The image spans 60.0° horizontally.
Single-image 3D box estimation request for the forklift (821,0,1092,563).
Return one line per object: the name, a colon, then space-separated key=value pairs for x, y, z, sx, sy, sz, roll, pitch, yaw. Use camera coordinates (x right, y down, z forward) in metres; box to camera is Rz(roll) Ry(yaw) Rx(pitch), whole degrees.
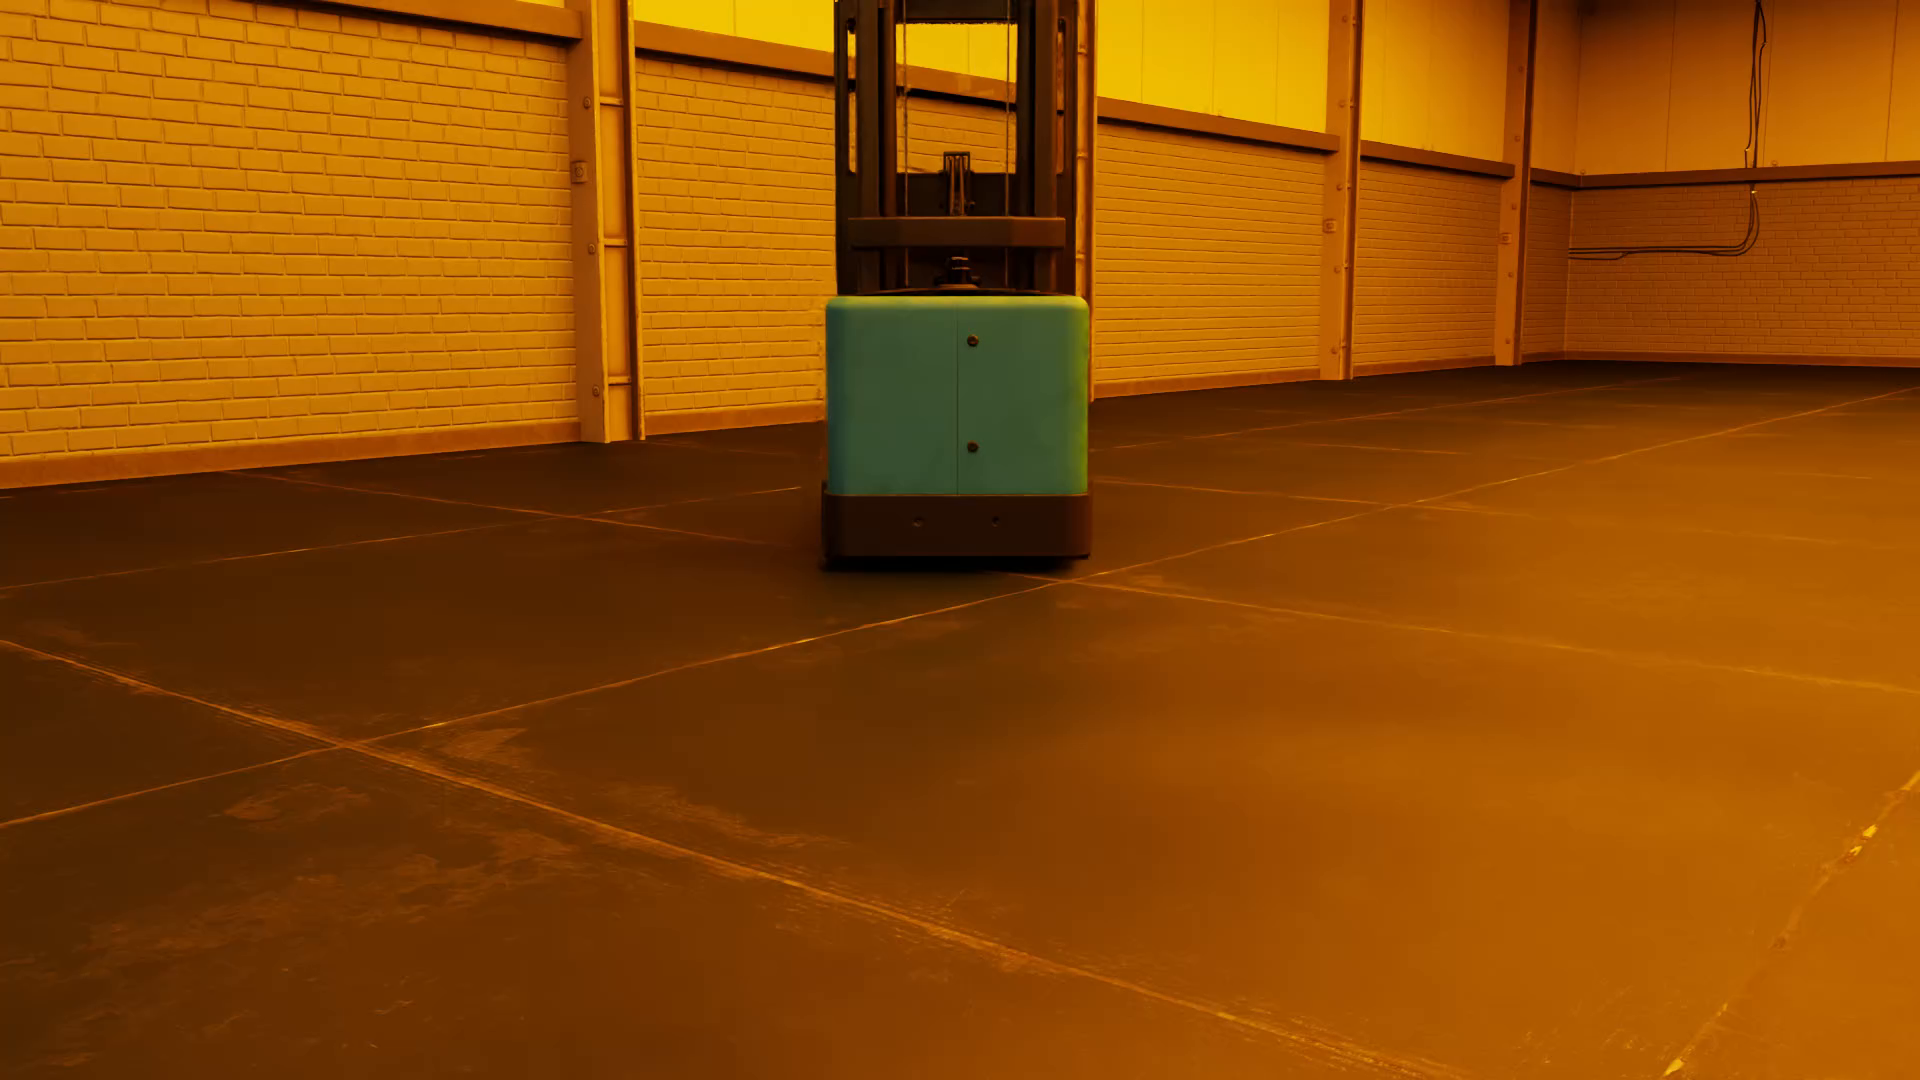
forklift: x=-0.019 y=-1.534 z=7.766 sx=1.130 sy=2.935 sz=3.031 roll=0 pitch=8 yaw=0
